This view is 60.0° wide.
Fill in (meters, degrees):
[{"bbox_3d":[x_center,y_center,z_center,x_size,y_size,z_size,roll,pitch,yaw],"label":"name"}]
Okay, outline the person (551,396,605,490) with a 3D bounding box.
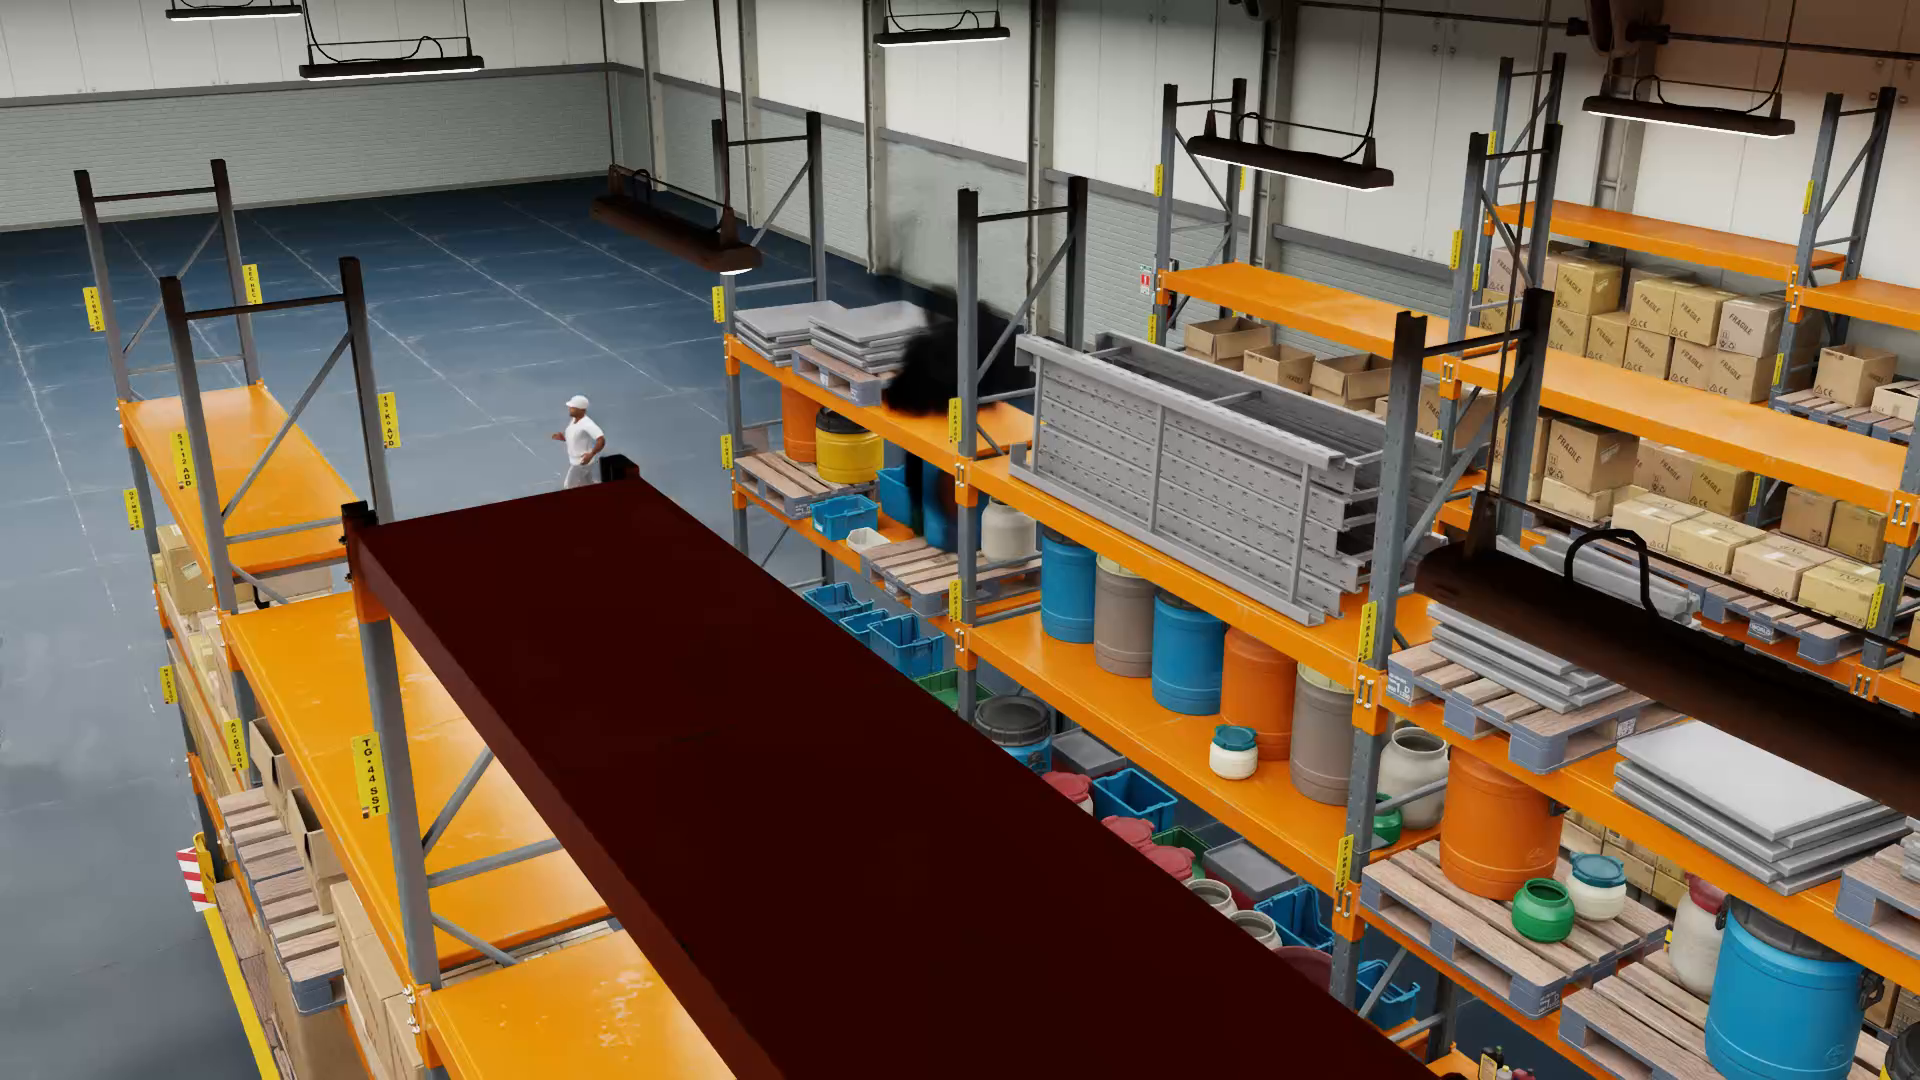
[{"bbox_3d":[-4.868,-0.981,21.451,0.737,1.823,0.677,-6,23,-14],"label":"person"}]
